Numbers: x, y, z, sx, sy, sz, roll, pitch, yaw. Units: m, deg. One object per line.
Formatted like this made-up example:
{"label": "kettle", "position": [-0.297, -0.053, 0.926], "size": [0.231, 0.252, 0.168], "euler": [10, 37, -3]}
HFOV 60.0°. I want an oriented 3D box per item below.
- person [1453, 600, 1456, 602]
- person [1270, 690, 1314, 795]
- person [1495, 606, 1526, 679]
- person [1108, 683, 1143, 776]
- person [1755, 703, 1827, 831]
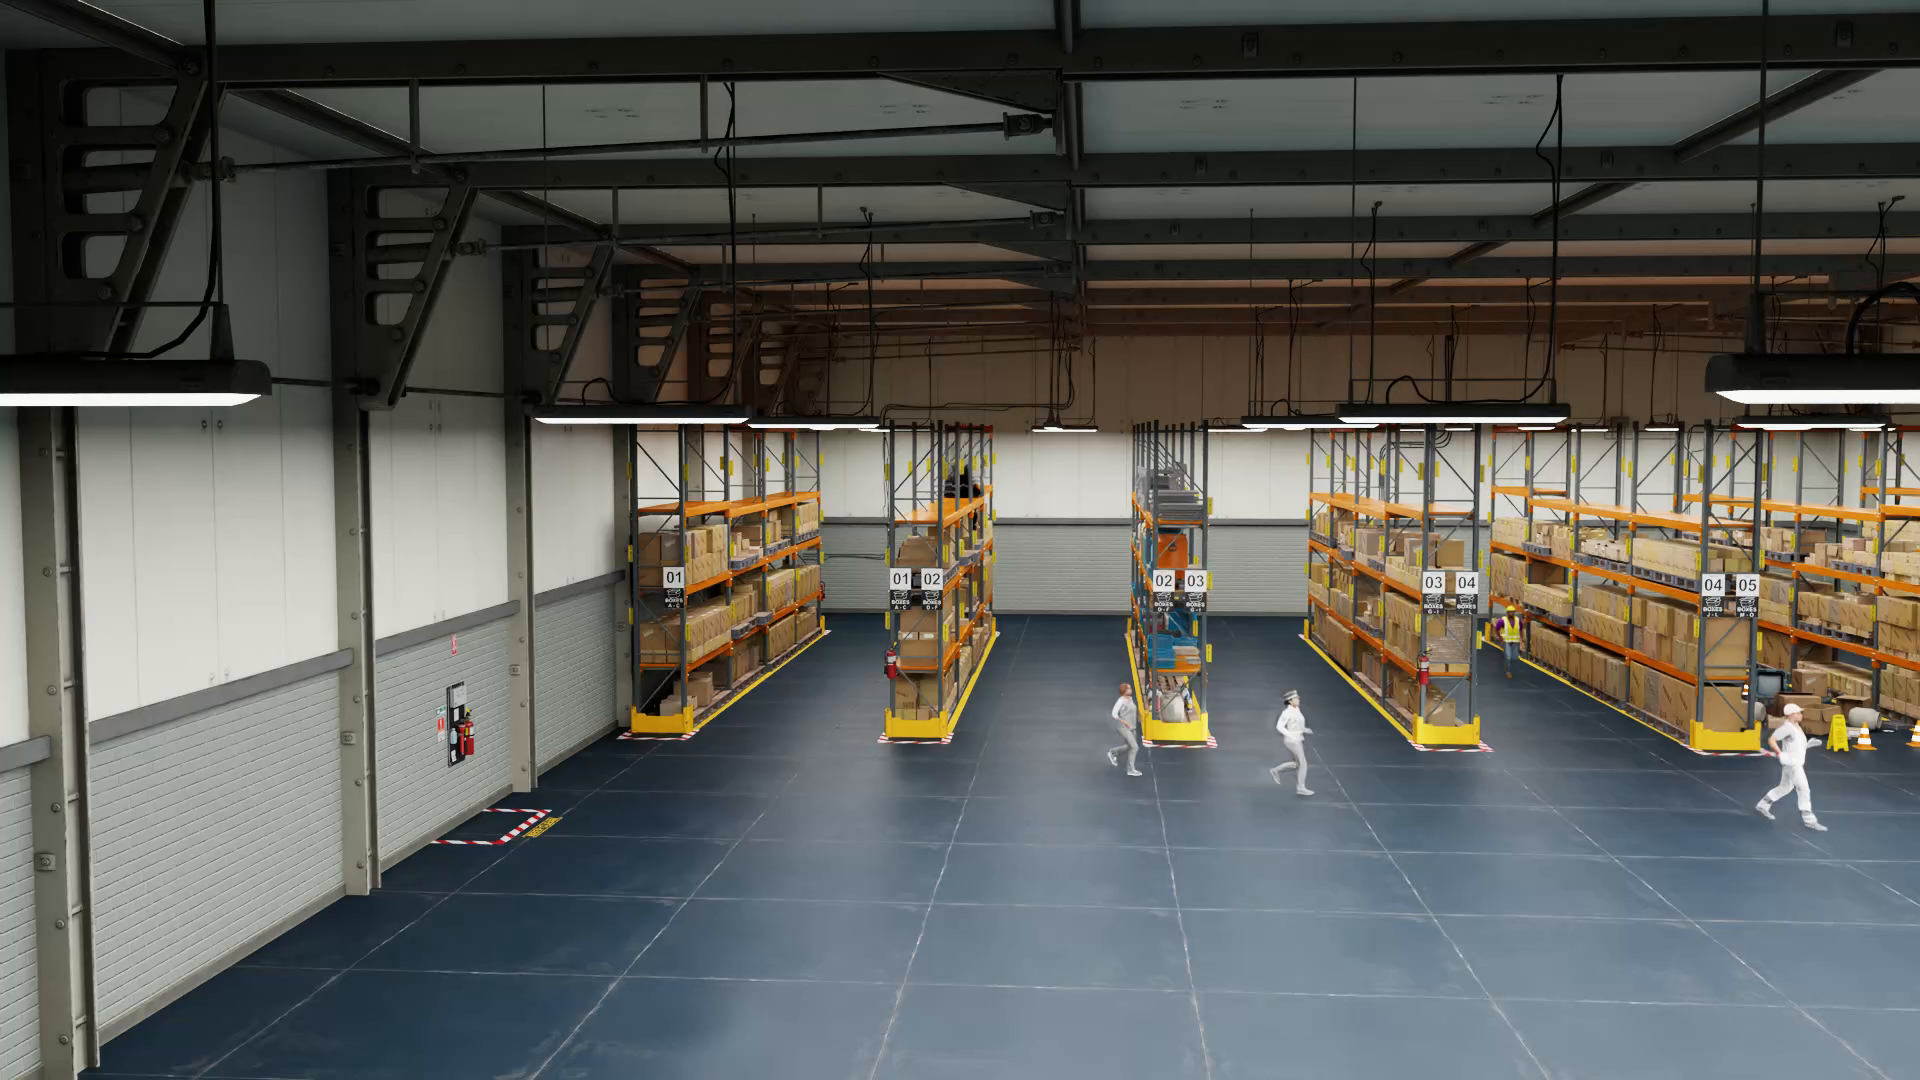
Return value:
{"label": "person", "position": [13.317, 2.170, 44.376], "size": [0.581, 1.600, 0.960], "euler": [1, 4, 15]}
{"label": "person", "position": [5.286, 3.210, 26.518], "size": [0.767, 1.660, 0.625], "euler": [2, 4, 31]}
{"label": "person", "position": [12.945, 2.393, 39.225], "size": [0.682, 1.713, 0.622], "euler": [0, 4, -2]}
{"label": "person", "position": [2.760, 3.172, 27.986], "size": [0.680, 1.551, 0.542], "euler": [2, 4, 33]}
{"label": "person", "position": [12.090, 3.266, 24.153], "size": [0.980, 1.787, 0.659], "euler": [3, 4, 35]}
